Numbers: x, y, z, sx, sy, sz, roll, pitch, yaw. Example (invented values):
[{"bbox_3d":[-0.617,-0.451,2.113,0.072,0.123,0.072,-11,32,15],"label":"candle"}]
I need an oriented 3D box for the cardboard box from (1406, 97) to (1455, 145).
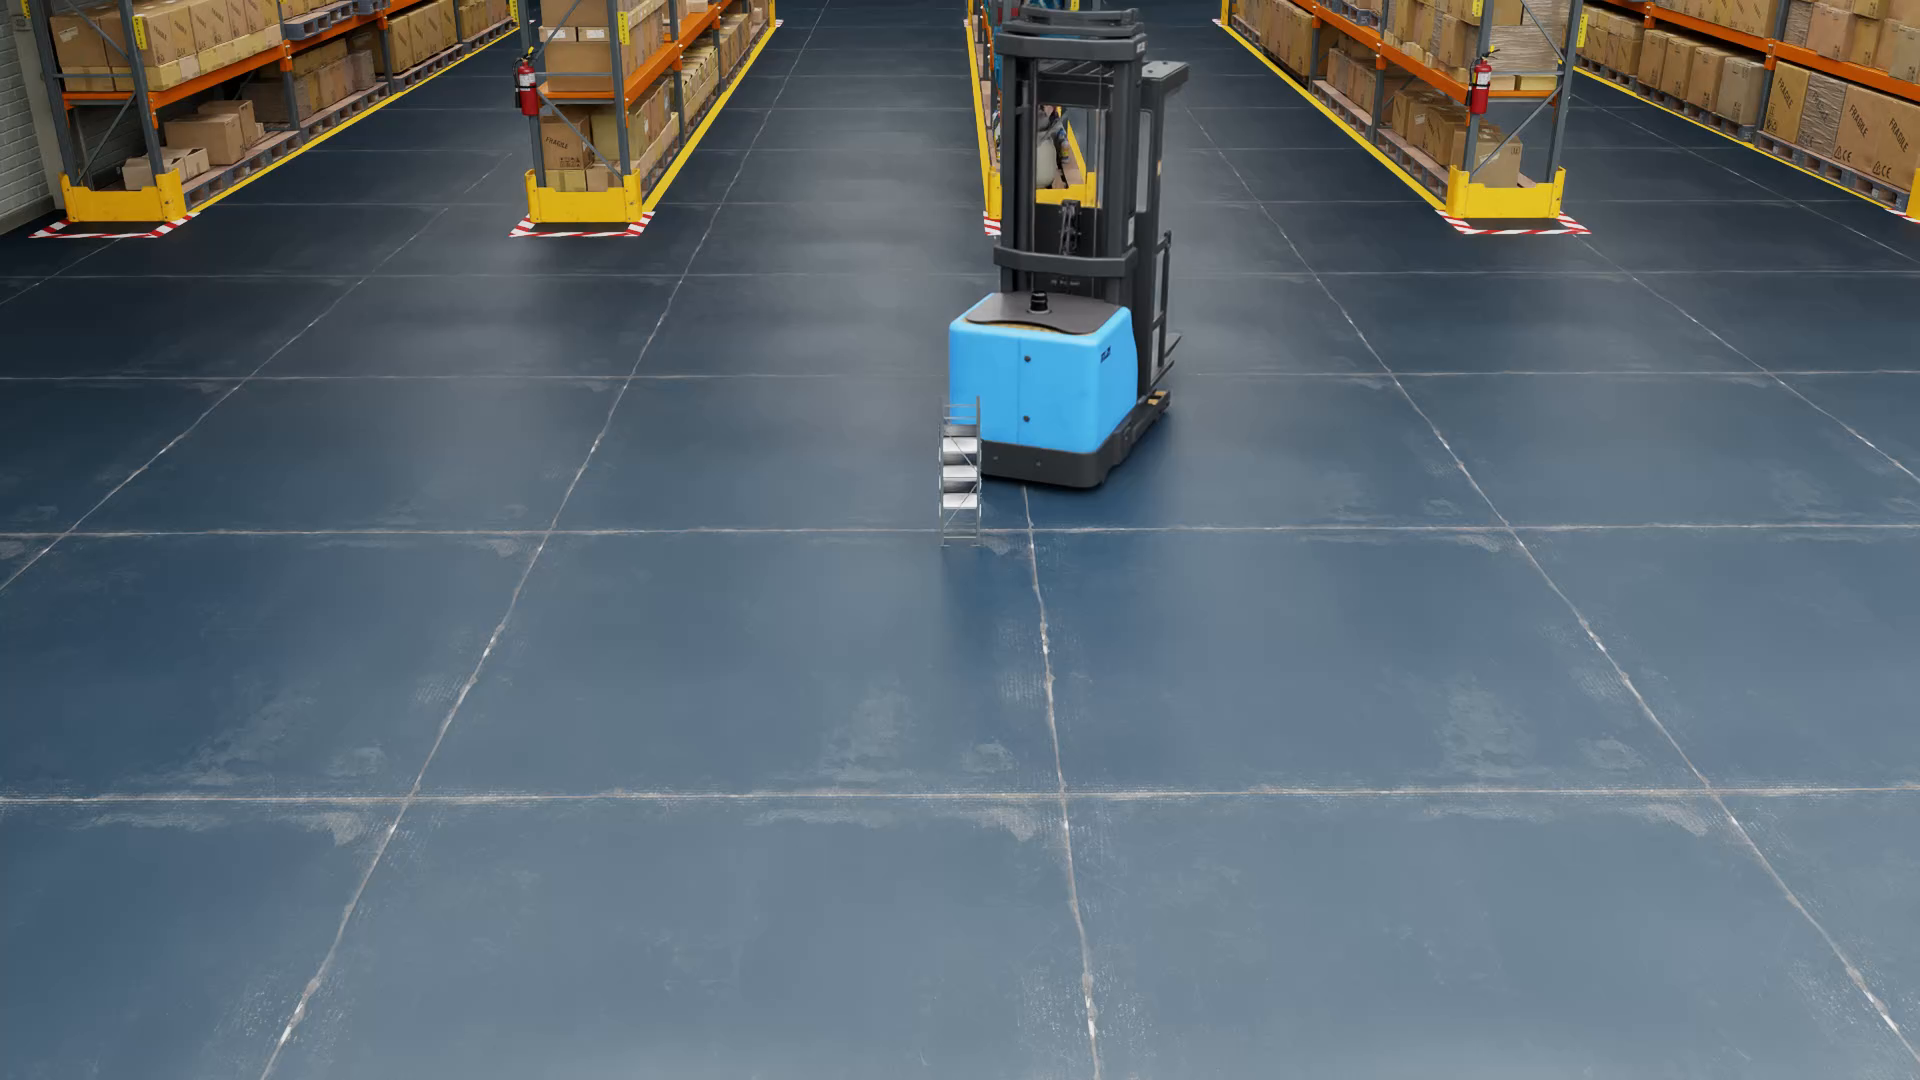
[{"bbox_3d":[5.824,-5.177,20.581,0.500,0.500,0.500,8,25,16],"label":"cardboard box"}]

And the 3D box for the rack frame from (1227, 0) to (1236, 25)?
[{"bbox_3d":[5.715,-11.470,31.972,1.000,3.000,0.127,0,24,-1],"label":"rack frame"}]

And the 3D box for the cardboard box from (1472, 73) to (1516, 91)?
[{"bbox_3d":[5.680,-4.880,17.704,0.380,0.149,0.250,0,24,-1],"label":"cardboard box"}]

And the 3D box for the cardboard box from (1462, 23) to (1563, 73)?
[{"bbox_3d":[5.911,-5.285,17.814,0.875,0.500,0.500,0,24,-1],"label":"cardboard box"}]

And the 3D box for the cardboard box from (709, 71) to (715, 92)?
[{"bbox_3d":[-3.845,-6.641,24.122,0.500,0.250,0.500,-1,24,-1],"label":"cardboard box"}]

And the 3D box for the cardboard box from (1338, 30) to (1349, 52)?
[{"bbox_3d":[5.839,-7.301,24.343,0.500,0.250,0.500,1,24,2],"label":"cardboard box"}]

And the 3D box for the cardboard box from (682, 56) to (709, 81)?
[{"bbox_3d":[-3.837,-6.688,23.544,0.500,0.311,0.500,0,24,-1],"label":"cardboard box"}]

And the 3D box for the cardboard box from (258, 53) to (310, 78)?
[{"bbox_3d":[-9.046,-6.347,22.233,0.500,0.250,0.500,-1,24,-2],"label":"cardboard box"}]

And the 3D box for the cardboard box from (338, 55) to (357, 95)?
[{"bbox_3d":[-9.108,-6.659,23.834,0.700,0.500,0.500,0,24,-1],"label":"cardboard box"}]

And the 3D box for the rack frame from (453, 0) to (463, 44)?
[{"bbox_3d":[-9.101,-9.755,28.180,1.000,3.000,0.127,0,24,-1],"label":"rack frame"}]

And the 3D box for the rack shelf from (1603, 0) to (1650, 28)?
[{"bbox_3d":[10.741,-8.651,26.611,1.077,0.370,4.000,0,24,-1],"label":"rack shelf"}]

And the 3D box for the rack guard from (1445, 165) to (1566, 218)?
[{"bbox_3d":[5.888,-3.770,17.979,1.175,0.500,0.348,0,24,-1],"label":"rack guard"}]

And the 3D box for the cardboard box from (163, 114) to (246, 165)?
[{"bbox_3d":[-8.852,-4.695,19.491,0.700,0.500,0.500,-2,24,-4],"label":"cardboard box"}]

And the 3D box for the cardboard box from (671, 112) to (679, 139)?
[{"bbox_3d":[-3.837,-5.231,21.003,0.500,0.250,0.500,0,24,-1],"label":"cardboard box"}]

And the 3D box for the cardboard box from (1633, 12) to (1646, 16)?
[{"bbox_3d":[10.999,-8.247,26.458,0.500,0.250,0.500,0,24,0],"label":"cardboard box"}]

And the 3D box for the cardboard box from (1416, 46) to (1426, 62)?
[{"bbox_3d":[5.577,-5.703,19.525,0.380,0.149,0.250,0,24,-1],"label":"cardboard box"}]

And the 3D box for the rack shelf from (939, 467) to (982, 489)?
[{"bbox_3d":[0.000,-0.383,10.086,0.258,0.077,0.200,0,24,-1],"label":"rack shelf"}]

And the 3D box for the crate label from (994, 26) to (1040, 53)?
[{"bbox_3d":[0.646,-5.629,19.012,0.502,0.435,0.616,0,24,-1],"label":"crate label"}]

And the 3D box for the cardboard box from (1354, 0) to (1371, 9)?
[{"bbox_3d":[5.734,-7.478,22.509,0.797,0.503,0.637,2,24,5],"label":"cardboard box"}]

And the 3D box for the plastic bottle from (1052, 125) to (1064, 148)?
[{"bbox_3d":[1.192,-4.920,20.259,0.152,0.276,0.135,0,24,0],"label":"plastic bottle"}]

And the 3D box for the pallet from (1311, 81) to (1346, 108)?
[{"bbox_3d":[5.809,-6.581,24.546,1.003,0.211,1.213,0,24,-1],"label":"pallet"}]

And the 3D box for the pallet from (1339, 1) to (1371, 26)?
[{"bbox_3d":[5.864,-7.271,22.919,1.003,0.211,1.213,0,24,-1],"label":"pallet"}]

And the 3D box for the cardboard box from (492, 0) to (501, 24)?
[{"bbox_3d":[-9.031,-9.962,31.160,0.700,0.500,0.500,0,24,-1],"label":"cardboard box"}]

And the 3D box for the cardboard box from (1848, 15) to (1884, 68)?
[{"bbox_3d":[10.845,-5.755,19.153,0.875,0.550,0.500,0,24,-1],"label":"cardboard box"}]

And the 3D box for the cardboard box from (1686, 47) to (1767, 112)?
[{"bbox_3d":[10.703,-6.326,22.817,1.050,0.750,0.750,0,24,-1],"label":"cardboard box"}]

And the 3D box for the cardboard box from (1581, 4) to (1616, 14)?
[{"bbox_3d":[10.471,-8.672,27.398,0.500,0.250,0.500,0,24,1],"label":"cardboard box"}]

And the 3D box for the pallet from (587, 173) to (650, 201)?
[{"bbox_3d":[-4.067,-3.879,18.570,1.003,0.211,1.213,0,24,-1],"label":"pallet"}]

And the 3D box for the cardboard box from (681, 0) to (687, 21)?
[{"bbox_3d":[-4.069,-7.485,23.039,0.500,0.500,0.500,-2,24,-3],"label":"cardboard box"}]

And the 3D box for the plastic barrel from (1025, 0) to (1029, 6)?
[{"bbox_3d":[1.094,-7.263,22.504,0.433,0.535,0.433,0,24,0],"label":"plastic barrel"}]

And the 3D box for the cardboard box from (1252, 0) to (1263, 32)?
[{"bbox_3d":[5.821,-9.689,30.101,0.875,0.875,0.875,0,24,-1],"label":"cardboard box"}]

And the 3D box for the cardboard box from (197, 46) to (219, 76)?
[{"bbox_3d":[-8.677,-5.378,18.658,0.500,0.250,0.500,-1,24,-1],"label":"cardboard box"}]

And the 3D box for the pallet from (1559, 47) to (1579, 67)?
[{"bbox_3d":[10.729,-8.212,28.150,1.003,0.211,1.213,0,24,-1],"label":"pallet"}]

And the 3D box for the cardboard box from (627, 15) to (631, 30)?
[{"bbox_3d":[-3.813,-5.654,18.202,0.380,0.149,0.250,-1,24,-1],"label":"cardboard box"}]

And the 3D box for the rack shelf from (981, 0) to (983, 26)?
[{"bbox_3d":[0.827,-8.648,26.604,1.077,0.370,4.000,0,24,-1],"label":"rack shelf"}]

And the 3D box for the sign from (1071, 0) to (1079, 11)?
[{"bbox_3d":[1.443,-6.627,20.928,0.100,0.325,0.005,0,24,-1],"label":"sign"}]

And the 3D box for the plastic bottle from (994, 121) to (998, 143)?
[{"bbox_3d":[0.449,-4.986,20.396,0.061,0.283,0.133,1,24,2],"label":"plastic bottle"}]

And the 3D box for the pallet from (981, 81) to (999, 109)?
[{"bbox_3d":[0.819,-6.562,24.502,1.003,0.211,1.213,0,24,-1],"label":"pallet"}]

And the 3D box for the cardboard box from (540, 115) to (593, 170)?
[{"bbox_3d":[-4.320,-4.334,18.110,0.500,0.500,0.500,0,24,-1],"label":"cardboard box"}]

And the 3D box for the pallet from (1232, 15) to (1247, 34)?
[{"bbox_3d":[5.802,-9.871,31.819,1.003,0.211,1.213,0,24,-1],"label":"pallet"}]

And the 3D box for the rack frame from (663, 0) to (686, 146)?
[{"bbox_3d":[-4.060,-6.483,20.944,1.000,3.000,0.127,0,24,-1],"label":"rack frame"}]

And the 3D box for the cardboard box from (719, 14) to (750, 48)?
[{"bbox_3d":[-3.855,-8.639,28.210,0.500,0.500,0.500,0,24,-1],"label":"cardboard box"}]

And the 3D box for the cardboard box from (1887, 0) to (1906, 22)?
[{"bbox_3d":[10.916,-6.029,18.448,0.875,0.550,0.550,0,24,-1],"label":"cardboard box"}]

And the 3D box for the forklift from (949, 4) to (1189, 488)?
[{"bbox_3d":[0.917,-2.256,11.681,1.130,2.935,3.031,9,26,19],"label":"forklift"}]

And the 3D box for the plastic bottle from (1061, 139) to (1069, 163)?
[{"bbox_3d":[1.228,-4.561,19.472,0.097,0.271,0.097,0,24,0],"label":"plastic bottle"}]

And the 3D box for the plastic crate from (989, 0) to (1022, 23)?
[{"bbox_3d":[0.582,-6.731,21.414,0.402,0.464,0.583,0,24,-1],"label":"plastic crate"}]

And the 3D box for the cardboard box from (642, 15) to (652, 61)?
[{"bbox_3d":[-4.035,-5.921,19.581,0.700,0.500,0.500,0,24,0],"label":"cardboard box"}]

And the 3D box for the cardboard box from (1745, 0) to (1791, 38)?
[{"bbox_3d":[10.533,-6.766,21.448,0.500,0.500,0.500,0,24,-1],"label":"cardboard box"}]

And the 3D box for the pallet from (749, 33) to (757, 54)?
[{"bbox_3d":[-4.154,-8.792,29.433,1.003,0.211,1.213,0,24,-1],"label":"pallet"}]

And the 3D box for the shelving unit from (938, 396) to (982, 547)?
[{"bbox_3d":[0.000,-0.413,10.072,0.258,0.900,0.210,0,24,-1],"label":"shelving unit"}]

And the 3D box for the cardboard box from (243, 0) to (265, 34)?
[{"bbox_3d":[-8.688,-6.342,19.881,0.500,0.500,0.500,0,24,-1],"label":"cardboard box"}]

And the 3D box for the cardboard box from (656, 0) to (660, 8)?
[{"bbox_3d":[-3.837,-6.503,20.080,0.380,0.149,0.250,-1,24,-2],"label":"cardboard box"}]

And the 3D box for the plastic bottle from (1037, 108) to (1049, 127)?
[{"bbox_3d":[1.044,-5.232,20.859,0.144,0.351,0.185,0,24,-1],"label":"plastic bottle"}]

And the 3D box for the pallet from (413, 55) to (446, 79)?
[{"bbox_3d":[-9.001,-7.663,26.938,1.003,0.211,1.213,0,24,-1],"label":"pallet"}]
